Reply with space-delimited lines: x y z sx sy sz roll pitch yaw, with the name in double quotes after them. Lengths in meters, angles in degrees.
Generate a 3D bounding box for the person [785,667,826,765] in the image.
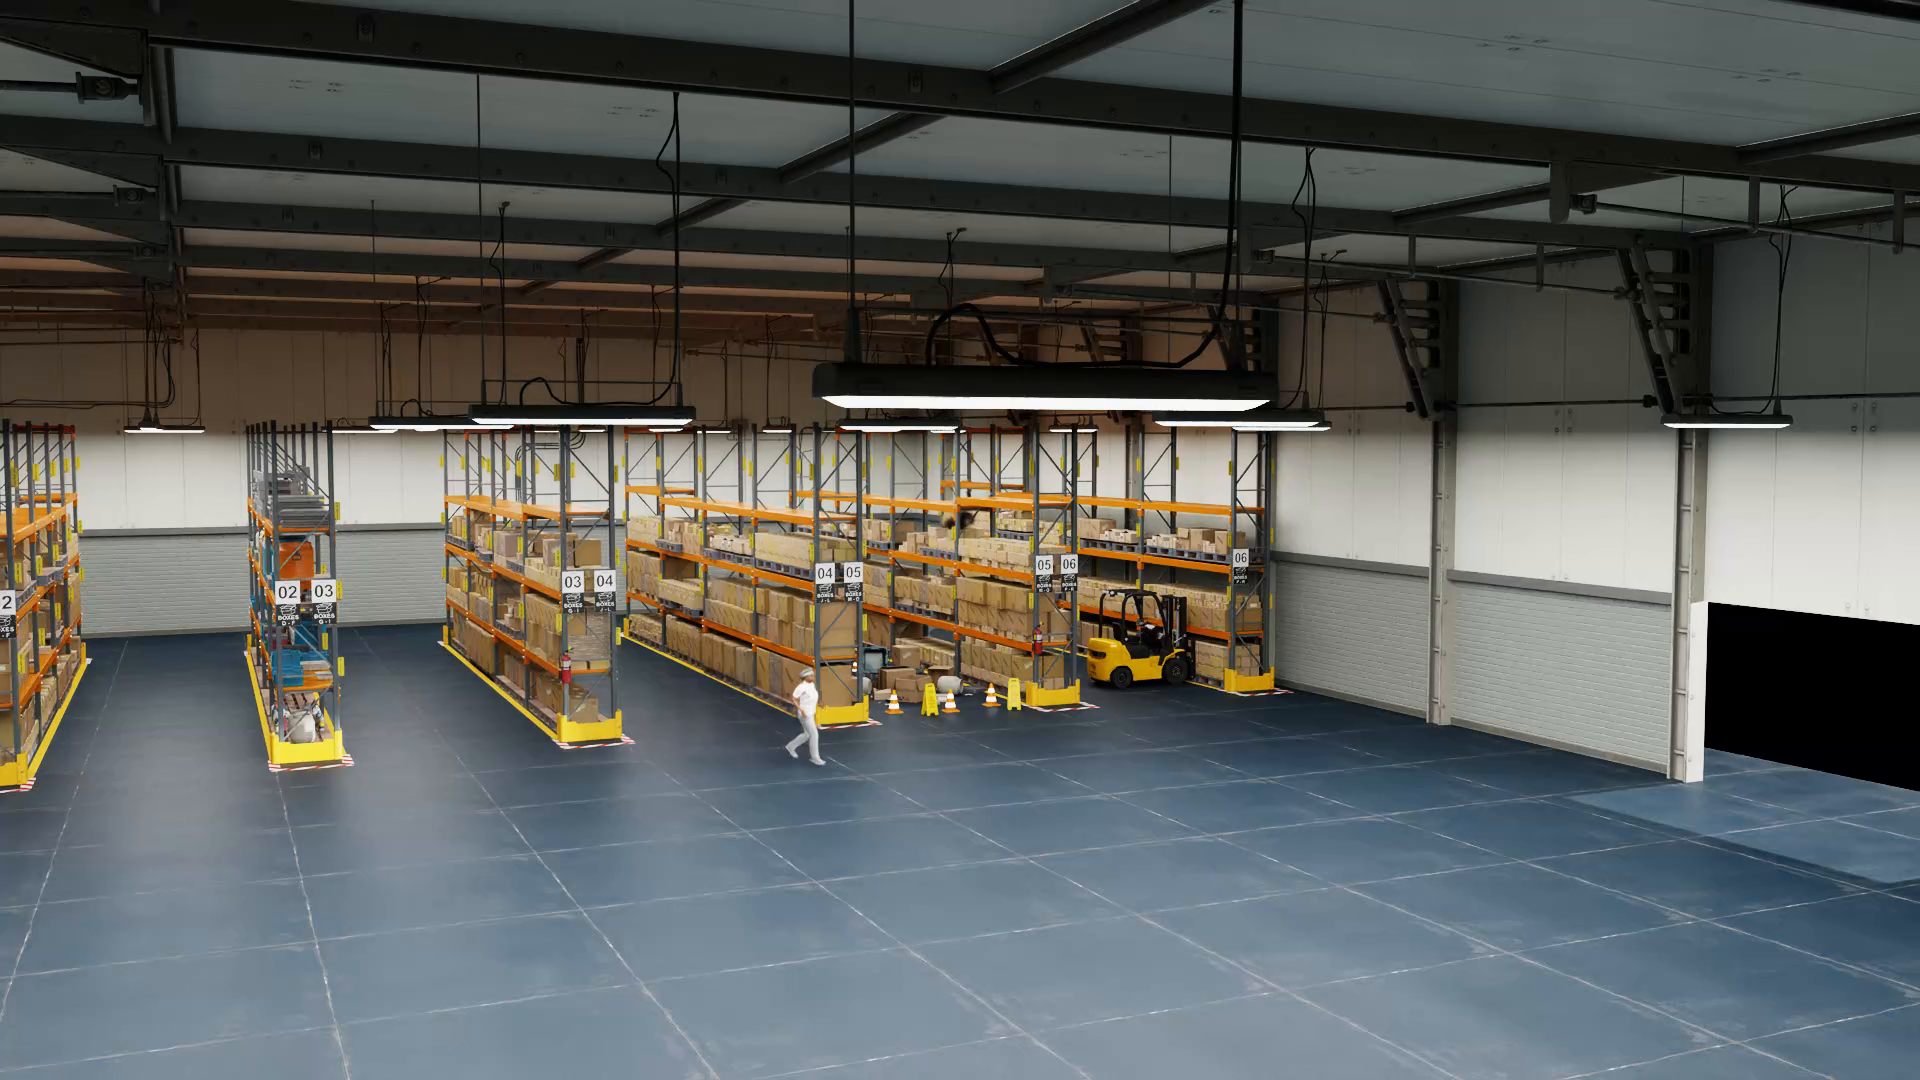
-2.723 3.067 29.115 0.794 1.705 0.566 1 4 16 "person"

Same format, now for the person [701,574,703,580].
-7.678 1.823 49.989 0.697 1.590 0.533 -1 4 -16 "person"
